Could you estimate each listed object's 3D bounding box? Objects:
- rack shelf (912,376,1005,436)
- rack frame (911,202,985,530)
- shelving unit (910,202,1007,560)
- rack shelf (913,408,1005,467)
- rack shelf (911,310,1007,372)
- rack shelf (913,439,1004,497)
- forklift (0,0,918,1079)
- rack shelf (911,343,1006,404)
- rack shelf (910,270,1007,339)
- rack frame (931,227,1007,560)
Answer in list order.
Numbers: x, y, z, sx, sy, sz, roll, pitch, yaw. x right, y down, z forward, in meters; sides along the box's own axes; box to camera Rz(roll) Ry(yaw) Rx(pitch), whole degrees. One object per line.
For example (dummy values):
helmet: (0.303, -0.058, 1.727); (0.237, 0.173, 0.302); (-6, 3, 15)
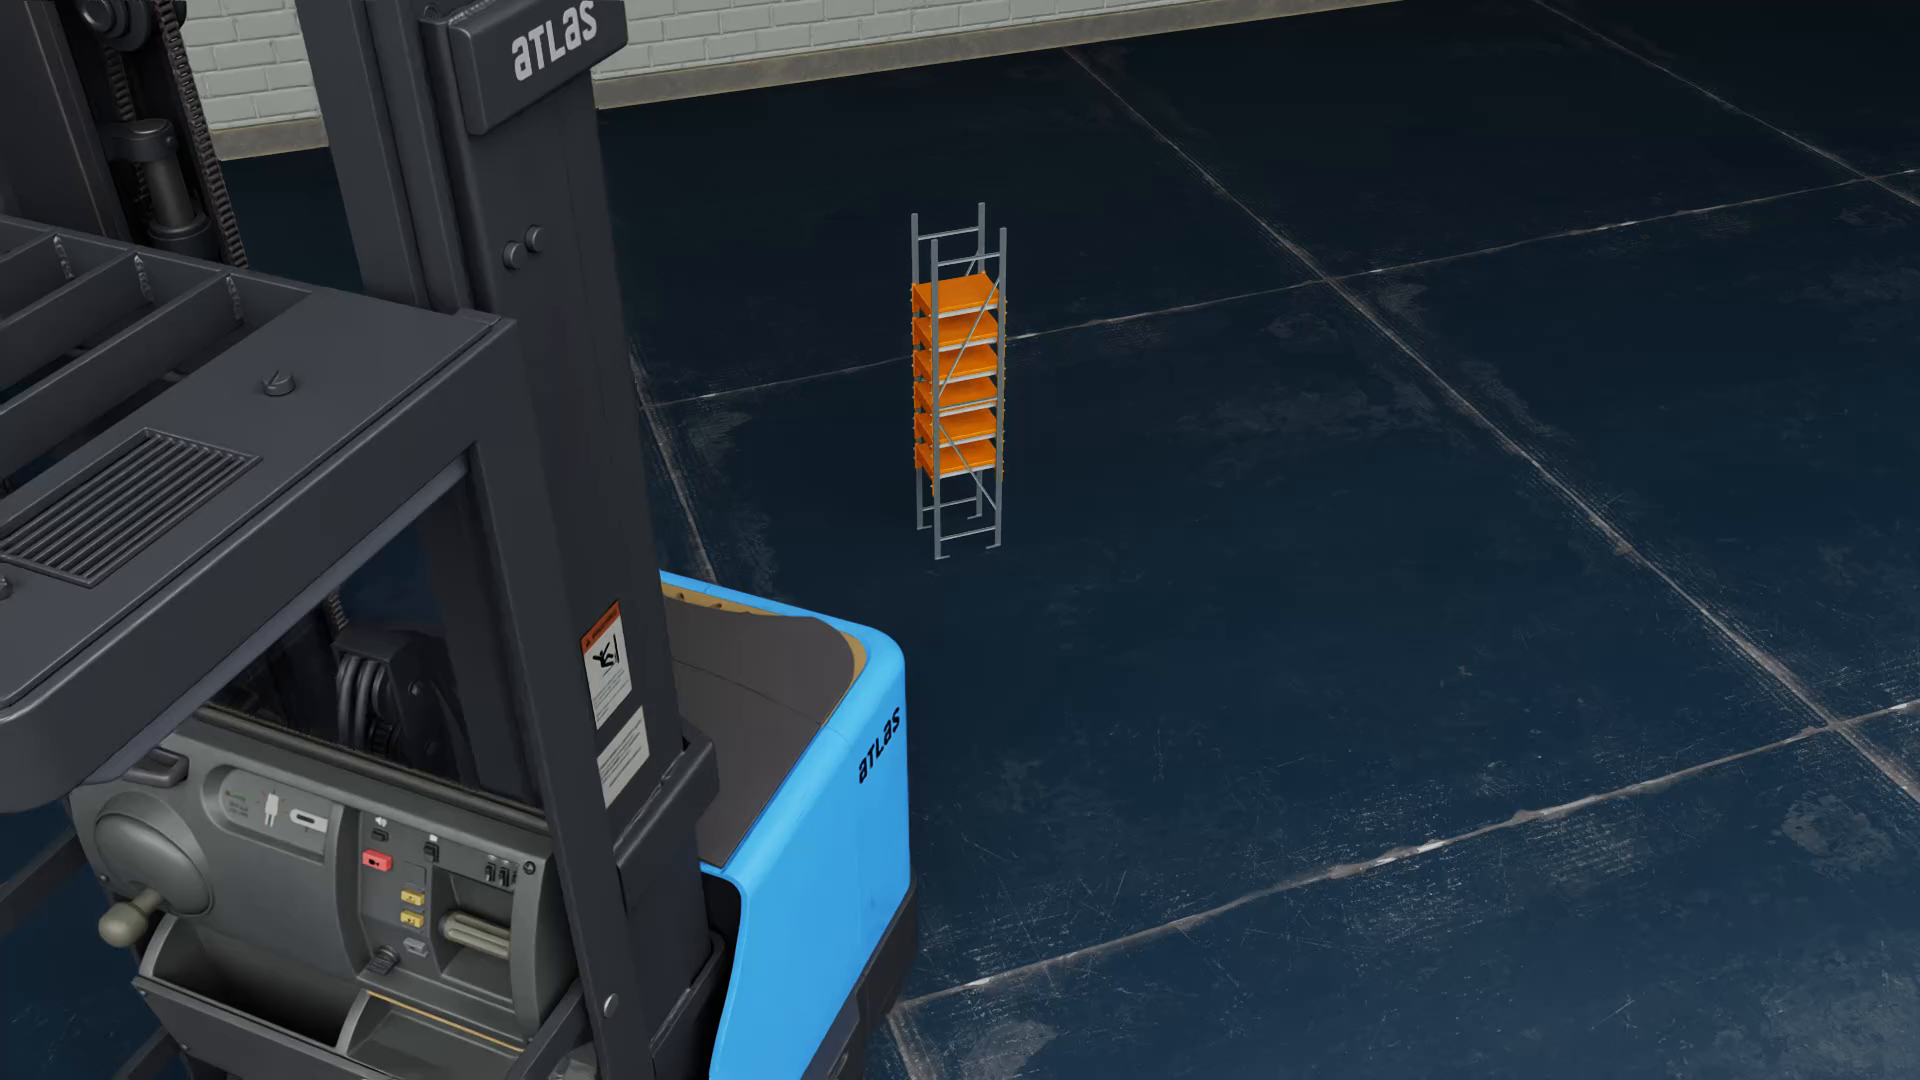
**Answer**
rack shelf: (-0.005, -0.452, 5.427); (0.258, 0.103, 0.180); (-12, 39, -16)
rack frame: (-0.036, -0.539, 5.468); (0.240, 1.200, 0.006); (-12, 39, -16)
shelving unit: (-0.005, -0.487, 5.400); (0.258, 1.200, 0.189); (-12, 39, -16)
rack shelf: (-0.005, -0.356, 5.499); (0.258, 0.103, 0.180); (-12, 39, -16)
rack shelf: (-0.005, -0.644, 5.282); (0.258, 0.103, 0.180); (-12, 39, -16)
rack shelf: (-0.005, -0.260, 5.571); (0.258, 0.103, 0.180); (-12, 39, -16)
forklift: (-1.139, 0.605, 2.511); (1.130, 2.935, 3.031); (14, 39, 18)
rack shelf: (-0.005, -0.548, 5.354); (0.258, 0.103, 0.180); (-12, 39, -16)
rack shelf: (-0.005, -0.739, 5.210); (0.258, 0.103, 0.180); (-12, 39, -16)
rack frame: (0.027, -0.436, 5.331); (0.240, 1.200, 0.006); (-12, 39, -16)
